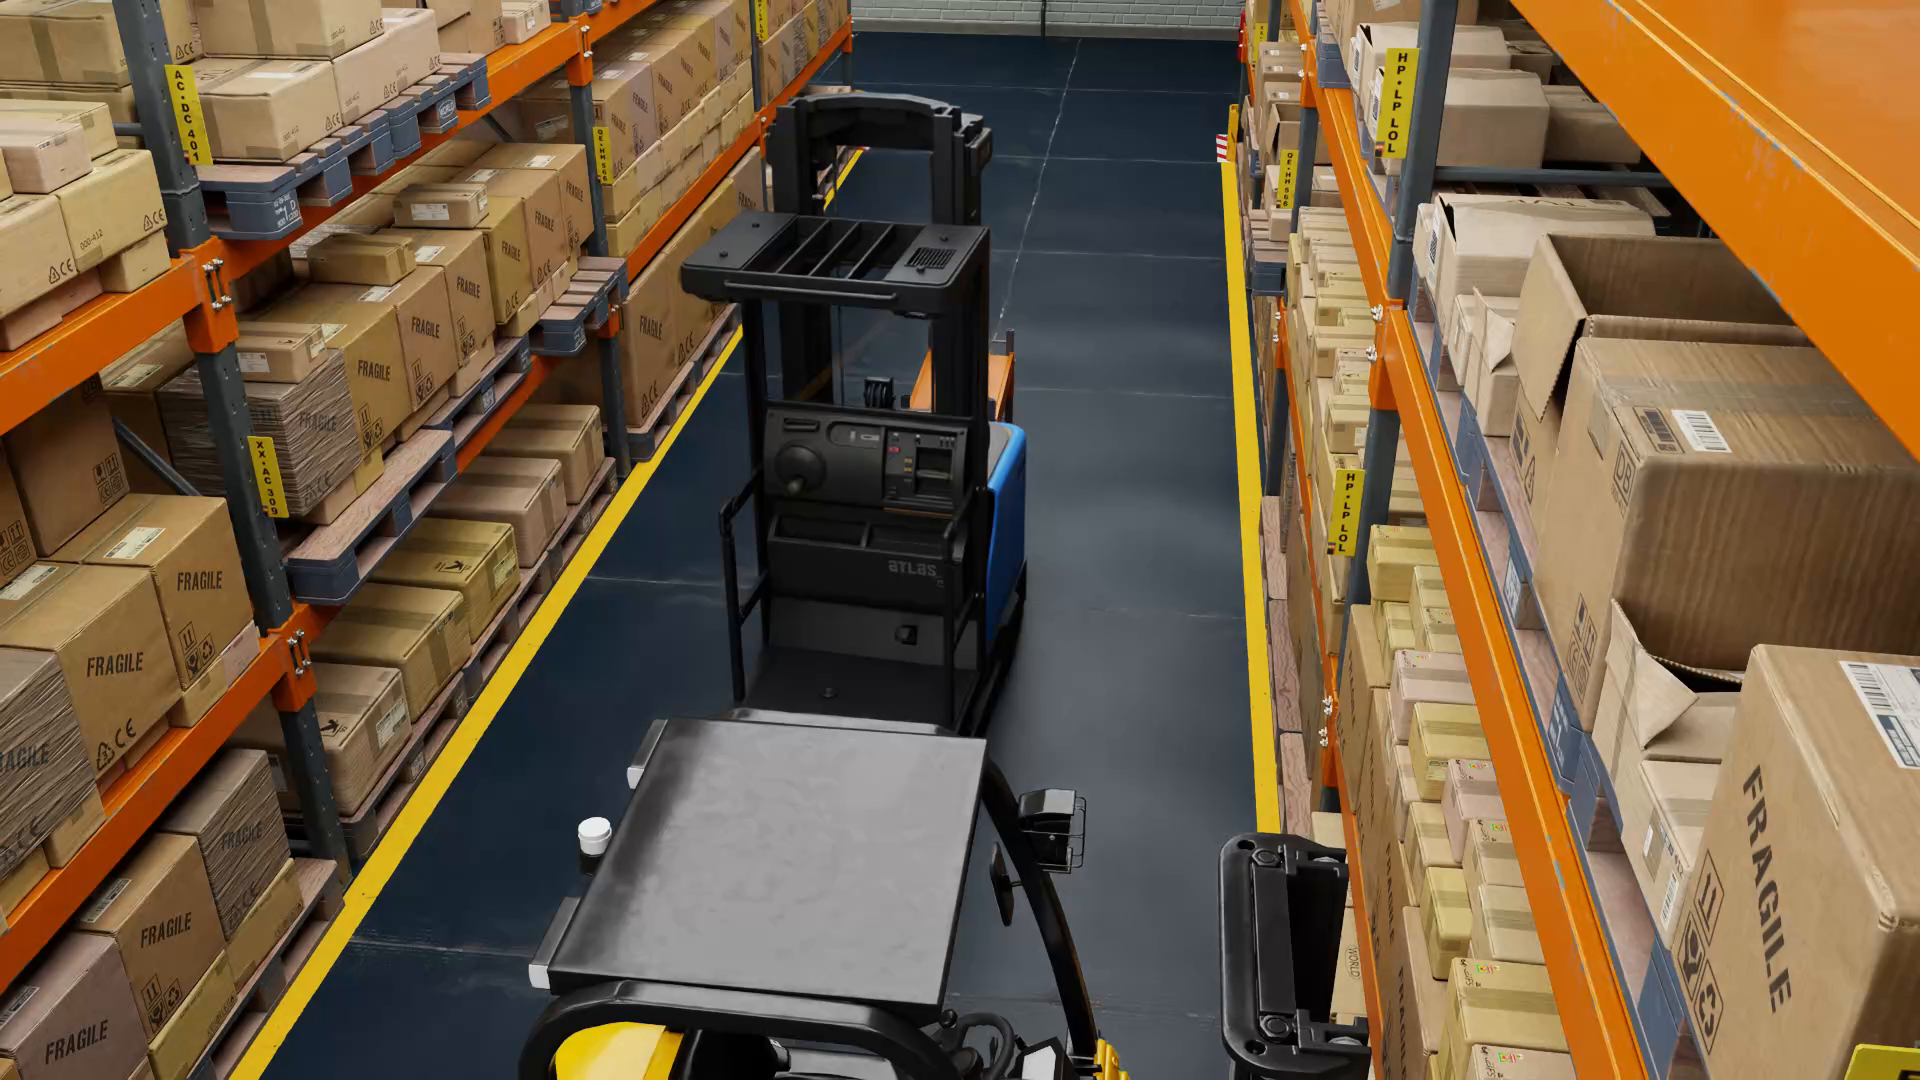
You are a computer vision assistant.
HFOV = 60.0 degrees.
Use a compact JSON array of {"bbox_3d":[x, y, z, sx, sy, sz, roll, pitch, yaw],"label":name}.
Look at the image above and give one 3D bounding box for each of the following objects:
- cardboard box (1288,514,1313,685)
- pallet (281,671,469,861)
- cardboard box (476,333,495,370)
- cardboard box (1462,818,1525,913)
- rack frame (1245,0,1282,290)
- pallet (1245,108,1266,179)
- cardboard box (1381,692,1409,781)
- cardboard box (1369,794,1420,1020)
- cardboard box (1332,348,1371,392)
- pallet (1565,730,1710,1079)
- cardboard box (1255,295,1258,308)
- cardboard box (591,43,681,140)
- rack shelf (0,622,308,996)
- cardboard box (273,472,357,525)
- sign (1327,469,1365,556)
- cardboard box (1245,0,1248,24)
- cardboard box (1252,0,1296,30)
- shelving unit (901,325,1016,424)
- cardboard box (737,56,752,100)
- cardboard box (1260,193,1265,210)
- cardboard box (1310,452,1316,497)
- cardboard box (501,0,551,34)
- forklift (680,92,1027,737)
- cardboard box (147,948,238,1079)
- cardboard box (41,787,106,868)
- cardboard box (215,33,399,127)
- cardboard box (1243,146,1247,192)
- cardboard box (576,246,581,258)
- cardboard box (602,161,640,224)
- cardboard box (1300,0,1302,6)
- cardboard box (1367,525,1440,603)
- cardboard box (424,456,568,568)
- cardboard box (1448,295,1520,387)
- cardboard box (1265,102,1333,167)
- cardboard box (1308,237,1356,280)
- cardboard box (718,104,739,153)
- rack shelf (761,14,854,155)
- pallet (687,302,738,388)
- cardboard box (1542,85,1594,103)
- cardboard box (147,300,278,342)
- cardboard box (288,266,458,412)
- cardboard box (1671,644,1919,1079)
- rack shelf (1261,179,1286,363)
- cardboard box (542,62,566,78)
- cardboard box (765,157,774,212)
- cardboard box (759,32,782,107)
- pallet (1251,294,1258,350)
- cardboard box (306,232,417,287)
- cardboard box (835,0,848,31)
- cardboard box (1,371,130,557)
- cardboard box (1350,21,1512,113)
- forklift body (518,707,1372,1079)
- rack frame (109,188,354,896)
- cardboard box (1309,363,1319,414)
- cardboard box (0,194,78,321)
[{"bbox_3d":[2.092,0.306,8.080,0.875,0.625,0.625,2,28,4],"label":"cardboard box"},{"bbox_3d":[-2.986,0.985,7.699,1.003,0.211,1.213,3,28,6],"label":"pallet"},{"bbox_3d":[-2.508,-0.931,8.138,0.380,0.149,0.250,2,28,5],"label":"cardboard box"},{"bbox_3d":[1.421,0.812,3.977,0.380,0.149,0.250,3,29,6],"label":"cardboard box"},{"bbox_3d":[2.827,-3.355,12.815,1.000,3.000,0.127,3,28,6],"label":"rack frame"},{"bbox_3d":[2.621,-2.901,12.174,1.003,0.211,1.213,3,28,6],"label":"pallet"},{"bbox_3d":[1.408,0.574,4.733,0.380,0.149,0.250,4,29,7],"label":"cardboard box"},{"bbox_3d":[1.425,1.045,4.543,0.500,0.500,0.500,3,28,6],"label":"cardboard box"},{"bbox_3d":[1.795,-0.696,7.090,0.380,0.149,0.250,4,29,7],"label":"cardboard box"},{"bbox_3d":[1.469,0.680,2.255,1.003,0.211,1.213,3,28,6],"label":"pallet"},{"bbox_3d":[2.489,-1.974,12.444,0.500,0.500,0.500,3,28,6],"label":"cardboard box"},{"bbox_3d":[-2.157,-2.938,10.881,0.500,0.500,0.500,4,29,8],"label":"cardboard box"},{"bbox_3d":[-3.325,1.382,4.781,1.077,0.370,4.000,3,28,6],"label":"rack shelf"},{"bbox_3d":[-2.699,-0.192,6.766,0.380,0.149,0.250,4,29,7],"label":"cardboard box"},{"bbox_3d":[1.307,-0.091,5.619,0.100,0.325,0.005,3,28,6],"label":"sign"},{"bbox_3d":[2.994,-5.105,15.908,0.500,0.250,0.500,4,29,6],"label":"cardboard box"},{"bbox_3d":[2.811,-4.729,14.419,0.500,0.500,0.500,4,29,7],"label":"cardboard box"},{"bbox_3d":[0.001,-0.498,9.489,0.538,1.125,1.048,3,28,6],"label":"shelving unit"},{"bbox_3d":[-1.913,-3.574,12.853,0.500,0.250,0.500,3,28,6],"label":"cardboard box"},{"bbox_3d":[2.519,-2.572,12.870,0.380,0.149,0.250,5,29,9],"label":"cardboard box"},{"bbox_3d":[1.796,-0.245,7.200,0.500,0.250,0.500,4,29,7],"label":"cardboard box"},{"bbox_3d":[-2.420,-2.808,8.903,0.380,0.149,0.250,3,28,6],"label":"cardboard box"},{"bbox_3d":[-0.472,-0.316,7.247,1.130,2.935,3.031,6,29,11],"label":"forklift"},{"bbox_3d":[-2.941,1.695,5.898,0.500,0.250,0.500,3,28,5],"label":"cardboard box"},{"bbox_3d":[-2.938,0.882,5.215,0.380,0.149,0.250,3,28,5],"label":"cardboard box"},{"bbox_3d":[-2.549,-1.806,6.493,0.500,0.250,0.500,3,28,6],"label":"cardboard box"},{"bbox_3d":[2.841,-3.397,15.085,0.500,0.500,0.500,4,29,7],"label":"cardboard box"},{"bbox_3d":[-2.397,-1.665,9.501,0.380,0.149,0.250,4,29,8],"label":"cardboard box"},{"bbox_3d":[-2.283,-2.137,10.185,0.500,0.250,0.500,3,28,6],"label":"cardboard box"},{"bbox_3d":[2.220,-3.219,9.558,0.500,0.250,0.500,3,29,6],"label":"cardboard box"},{"bbox_3d":[1.513,0.083,5.331,0.380,0.149,0.250,4,29,7],"label":"cardboard box"},{"bbox_3d":[-2.752,-0.174,9.238,0.950,0.372,0.625,3,28,5],"label":"cardboard box"},{"bbox_3d":[1.396,-0.473,4.019,0.380,0.149,0.250,4,29,8],"label":"cardboard box"},{"bbox_3d":[2.353,-2.482,10.642,0.797,0.503,0.637,3,28,5],"label":"cardboard box"},{"bbox_3d":[1.968,-1.421,8.435,0.380,0.149,0.250,4,29,8],"label":"cardboard box"},{"bbox_3d":[-1.968,-3.110,12.519,0.500,0.250,0.500,3,28,5],"label":"cardboard box"},{"bbox_3d":[-1.855,-4.267,15.265,1.077,0.370,4.000,3,28,6],"label":"rack shelf"},{"bbox_3d":[-2.267,-1.471,12.257,1.003,0.211,1.213,3,28,6],"label":"pallet"},{"bbox_3d":[2.057,-1.541,6.003,0.380,0.149,0.250,3,28,6],"label":"cardboard box"},{"bbox_3d":[-3.192,-0.700,7.025,0.500,0.500,0.500,4,29,6],"label":"cardboard box"},{"bbox_3d":[-2.603,-0.908,7.410,0.500,0.500,0.500,3,28,6],"label":"cardboard box"},{"bbox_3d":[1.169,0.477,1.885,0.500,0.500,0.500,4,29,8],"label":"cardboard box"},{"bbox_3d":[2.582,-2.097,11.238,1.077,0.370,4.000,3,28,6],"label":"rack shelf"},{"bbox_3d":[-2.731,-2.744,10.521,0.500,0.500,0.500,4,29,7],"label":"cardboard box"},{"bbox_3d":[-1.916,-2.988,14.392,0.875,0.438,0.875,3,28,5],"label":"cardboard box"},{"bbox_3d":[-1.782,-3.892,13.705,0.500,0.500,0.500,4,29,8],"label":"cardboard box"},{"bbox_3d":[2.765,-1.742,12.762,1.003,0.211,1.213,3,28,6],"label":"pallet"},{"bbox_3d":[-2.641,-1.240,7.343,0.380,0.149,0.250,5,29,9],"label":"cardboard box"},{"bbox_3d":[-1.406,-5.326,16.369,0.500,0.500,0.500,4,29,6],"label":"cardboard box"},{"bbox_3d":[-3.349,-0.297,5.665,0.700,0.500,0.500,3,28,6],"label":"cardboard box"},{"bbox_3d":[1.788,-1.816,6.341,0.500,0.311,0.500,2,28,4],"label":"cardboard box"},{"bbox_3d":[-0.222,1.668,4.385,2.313,2.155,1.214,3,28,6],"label":"forklift body"},{"bbox_3d":[-3.080,0.124,6.357,1.000,3.000,0.127,3,28,6],"label":"rack frame"},{"bbox_3d":[1.858,-0.709,7.534,0.500,0.250,0.500,4,29,7],"label":"cardboard box"},{"bbox_3d":[-2.928,-0.800,4.755,0.500,0.250,0.500,3,28,5],"label":"cardboard box"}]
